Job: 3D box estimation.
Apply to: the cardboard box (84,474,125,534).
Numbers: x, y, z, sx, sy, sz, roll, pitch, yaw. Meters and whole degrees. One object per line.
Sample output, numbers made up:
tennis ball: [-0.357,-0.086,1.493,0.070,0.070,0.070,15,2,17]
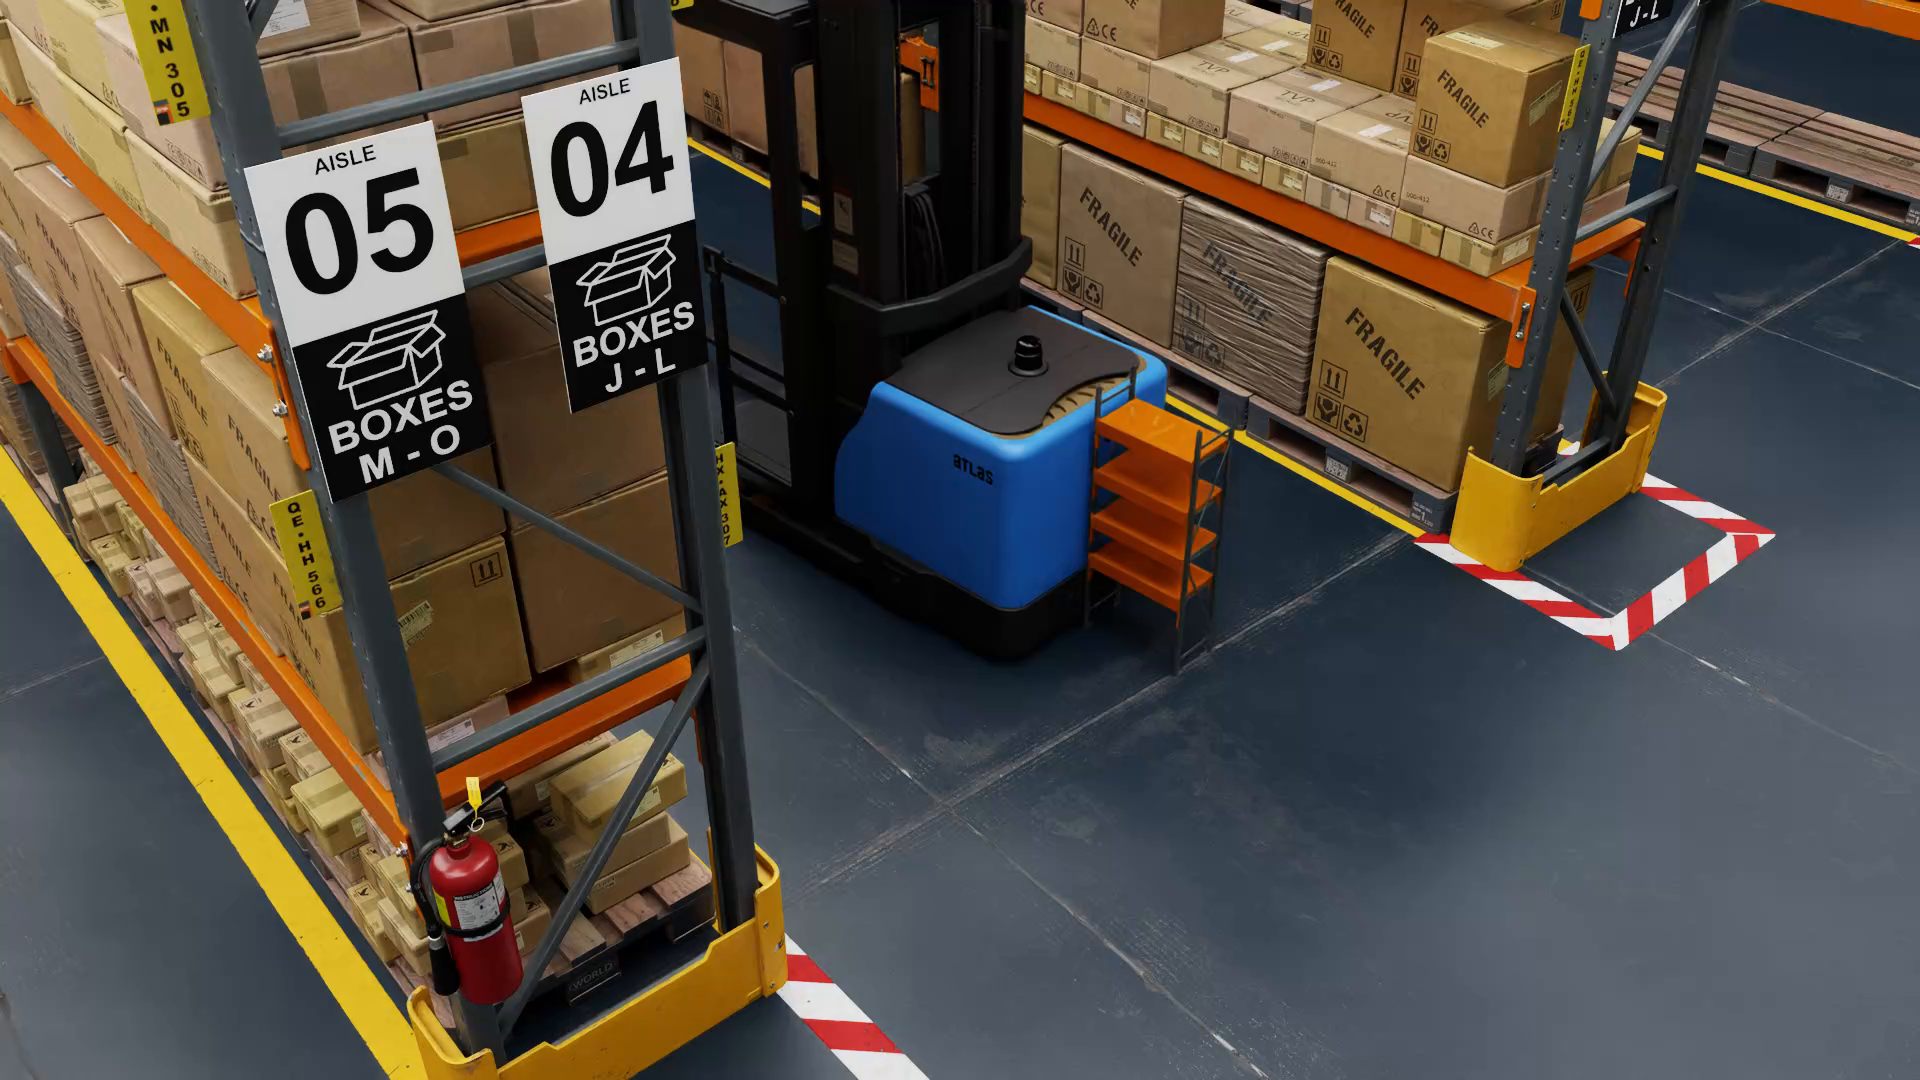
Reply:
cardboard box: [-3.450,-0.203,7.030,0.380,0.149,0.250,-24,42,-30]

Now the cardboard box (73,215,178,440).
cardboard box: [-2.220,-0.689,4.918,0.500,0.500,0.500,-24,42,-30]

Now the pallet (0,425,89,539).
pallet: [-4.150,-0.531,8.316,1.003,0.211,1.213,-26,43,-32]

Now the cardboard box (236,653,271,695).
cardboard box: [-2.403,0.458,6.097,0.380,0.149,0.250,-28,44,-33]

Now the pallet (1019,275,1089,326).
pallet: [0.639,-1.628,9.866,1.003,0.211,1.213,-26,43,-32]

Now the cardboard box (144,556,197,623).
cardboard box: [-2.962,0.140,6.546,0.380,0.149,0.250,-25,42,-31]

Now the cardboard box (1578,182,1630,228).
cardboard box: [2.812,-1.542,7.549,0.380,0.149,0.250,-25,43,-31]

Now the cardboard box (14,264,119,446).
cardboard box: [-2.897,-0.723,5.832,0.500,0.500,0.500,-27,43,-33]

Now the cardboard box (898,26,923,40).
cardboard box: [-0.303,-3.276,9.694,0.500,0.500,0.500,-26,43,-32]

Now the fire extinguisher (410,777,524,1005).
fire extinguisher: [-1.255,0.908,4.262,0.296,0.674,0.183,-26,43,-32]

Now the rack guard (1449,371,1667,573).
rack guard: [2.804,-0.334,7.789,1.175,0.500,0.348,-26,43,-32]

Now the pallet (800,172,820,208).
pallet: [-0.348,-2.305,10.822,1.003,0.211,1.213,-26,43,-32]

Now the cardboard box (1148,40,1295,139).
cardboard box: [1.279,-2.217,8.157,0.500,0.250,0.500,-26,43,-32]

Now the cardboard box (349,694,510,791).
cardboard box: [-1.491,0.505,4.659,0.380,0.149,0.250,-26,43,-32]

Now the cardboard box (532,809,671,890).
cardboard box: [-1.207,0.984,5.611,0.380,0.149,0.250,-24,42,-30]

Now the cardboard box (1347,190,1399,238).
cardboard box: [1.977,-1.522,7.522,0.380,0.149,0.250,-26,43,-32]

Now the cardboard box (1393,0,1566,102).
cardboard box: [2.363,-2.264,7.575,0.500,0.500,0.500,-27,43,-33]

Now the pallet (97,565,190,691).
pallet: [-3.186,0.096,7.432,1.003,0.211,1.213,-26,43,-32]

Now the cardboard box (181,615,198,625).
cardboard box: [-2.909,0.248,6.651,0.380,0.149,0.250,-24,42,-30]

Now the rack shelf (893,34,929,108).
rack shelf: [-1.083,-3.720,11.030,1.077,0.370,4.000,-26,43,-32]

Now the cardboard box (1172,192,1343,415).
cardboard box: [1.728,-1.323,8.498,0.875,0.875,0.875,-26,43,-32]

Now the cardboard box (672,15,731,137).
cardboard box: [-1.375,-3.492,11.560,1.225,0.875,0.875,-26,43,-32]

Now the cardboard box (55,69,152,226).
cardboard box: [-1.896,-1.047,4.167,0.500,0.250,0.500,-26,43,-32]

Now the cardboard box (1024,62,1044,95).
cardboard box: [0.485,-2.541,8.960,0.380,0.149,0.250,-25,42,-30]

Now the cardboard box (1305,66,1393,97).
cardboard box: [2.023,-2.188,8.116,0.500,0.250,0.500,-28,44,-33]

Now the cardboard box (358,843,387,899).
cardboard box: [-1.751,1.049,5.519,0.380,0.149,0.250,-27,43,-33]

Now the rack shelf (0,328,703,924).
rack shelf: [-2.356,-0.149,5.987,1.077,0.370,4.000,-26,43,-32]

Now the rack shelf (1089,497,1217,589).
rack shelf: [0.798,-0.008,6.839,0.480,0.148,0.258,28,44,34]

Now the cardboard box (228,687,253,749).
cardboard box: [-2.456,0.612,6.136,0.380,0.149,0.250,-24,42,-30]

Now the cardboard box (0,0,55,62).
cardboard box: [-2.216,-1.487,4.356,0.500,0.250,0.500,-25,42,-31]

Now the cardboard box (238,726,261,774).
cardboard box: [-2.455,0.732,6.224,0.380,0.149,0.250,-25,42,-31]

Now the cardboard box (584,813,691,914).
cardboard box: [-1.159,1.082,5.730,0.380,0.149,0.250,-25,42,-31]

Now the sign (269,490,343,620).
sign: [-1.502,0.037,3.827,0.100,0.325,0.005,-26,43,-32]

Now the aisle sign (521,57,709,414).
aisle sign: [-0.789,-0.700,3.893,0.394,0.787,0.004,-26,43,-32]

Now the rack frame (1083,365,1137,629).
rack frame: [0.620,-0.159,6.937,0.015,1.200,0.240,28,44,34]

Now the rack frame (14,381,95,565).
rack frame: [-3.646,-1.325,7.026,1.000,3.000,0.127,-26,43,-32]

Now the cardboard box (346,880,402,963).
cardboard box: [-1.807,1.202,5.560,0.380,0.149,0.250,-25,42,-30]

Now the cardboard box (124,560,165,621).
cardboard box: [-3.285,0.155,7.039,0.380,0.149,0.250,-26,43,-32]

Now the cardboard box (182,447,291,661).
cardboard box: [-1.880,-0.053,4.886,0.500,0.500,0.500,-27,43,-32]

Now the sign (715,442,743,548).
sign: [-0.651,-0.115,4.568,0.100,0.325,0.005,-26,43,-32]

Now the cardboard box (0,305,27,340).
cardboard box: [-3.714,-0.976,6.750,0.380,0.149,0.250,-24,42,-30]

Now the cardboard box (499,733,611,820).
cardboard box: [-1.414,0.755,5.677,0.380,0.149,0.250,-25,42,-31]

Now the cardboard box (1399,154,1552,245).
cardboard box: [2.274,-1.540,7.201,0.500,0.250,0.500,-27,43,-32]

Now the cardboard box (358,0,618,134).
cardboard box: [-1.156,-1.221,3.981,0.500,0.250,0.500,-25,42,-31]

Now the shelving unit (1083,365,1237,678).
shelving unit: [0.798,-0.063,6.800,0.503,1.200,0.258,28,44,34]

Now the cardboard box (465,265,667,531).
cardboard box: [-1.152,-0.427,4.548,0.500,0.500,0.500,-26,43,-32]

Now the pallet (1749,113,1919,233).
pallet: [6.070,-2.453,11.030,1.003,0.211,1.213,-26,43,-32]

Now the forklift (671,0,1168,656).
forklift: [-0.533,-1.448,7.258,3.031,2.935,1.130,28,44,34]

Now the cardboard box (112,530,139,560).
cardboard box: [-3.425,-0.097,7.138,0.380,0.149,0.250,-26,43,-31]

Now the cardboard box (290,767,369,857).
cardboard box: [-1.983,0.851,5.541,0.380,0.149,0.250,-27,43,-33]

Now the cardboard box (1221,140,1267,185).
cardboard box: [1.480,-1.861,8.000,0.380,0.149,0.250,-26,43,-32]

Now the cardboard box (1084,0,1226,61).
cardboard box: [0.973,-2.742,8.249,0.500,0.500,0.500,-28,44,-33]

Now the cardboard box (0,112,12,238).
cardboard box: [-3.195,-1.382,5.897,0.500,0.500,0.500,-27,44,-33]

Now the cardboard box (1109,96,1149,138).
cardboard box: [0.981,-2.201,8.480,0.380,0.149,0.250,-25,43,-31]
